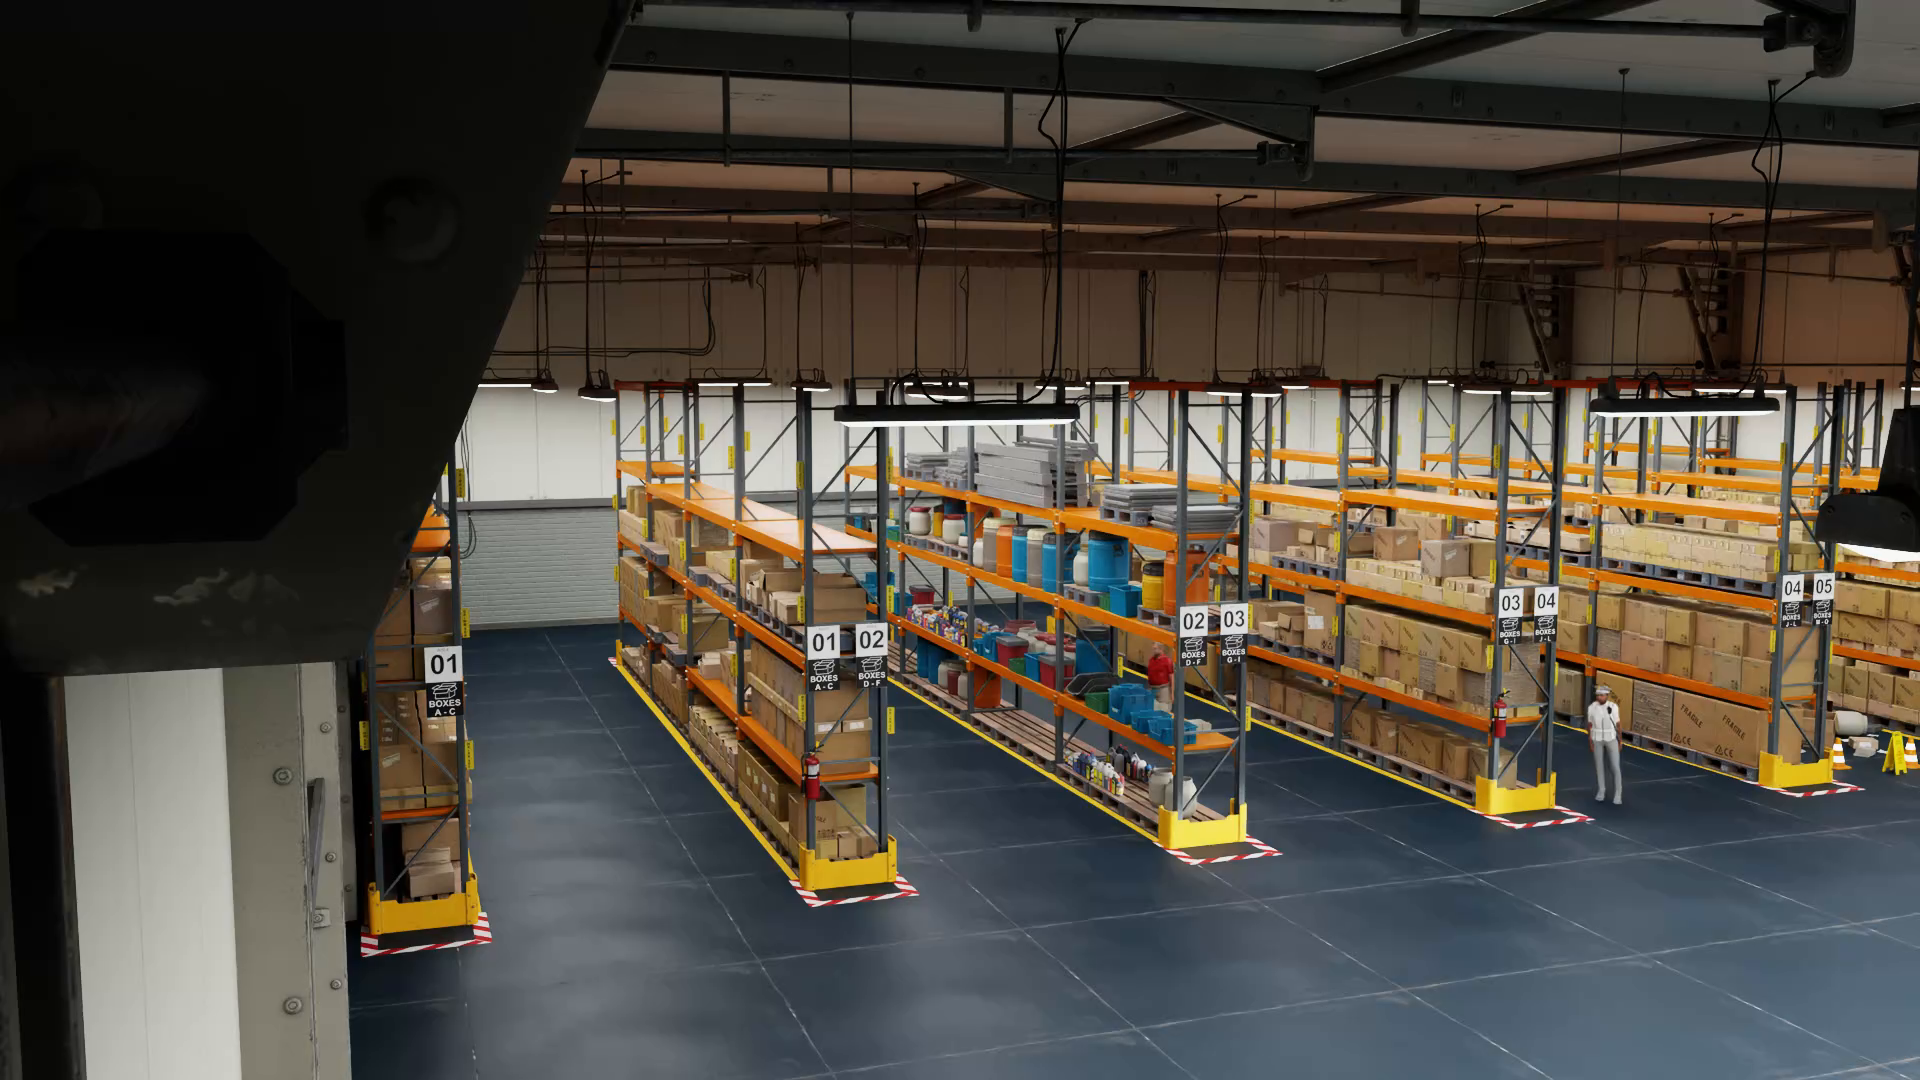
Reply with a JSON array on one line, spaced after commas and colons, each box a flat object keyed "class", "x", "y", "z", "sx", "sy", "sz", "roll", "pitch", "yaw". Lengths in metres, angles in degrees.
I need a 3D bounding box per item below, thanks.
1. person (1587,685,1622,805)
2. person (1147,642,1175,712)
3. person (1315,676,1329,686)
[{"class": "person", "x": 9.373, "y": 2.962, "z": 24.163, "sx": 0.538, "sy": 1.703, "sz": 0.389, "roll": 3, "pitch": 7, "yaw": 26}, {"class": "person", "x": 3.310, "y": 2.570, "z": 27.587, "sx": 0.409, "sy": 1.767, "sz": 0.643, "roll": -5, "pitch": 8, "yaw": -38}, {"class": "person", "x": 6.995, "y": 2.057, "z": 32.206, "sx": 0.594, "sy": 1.789, "sz": 0.575, "roll": 5, "pitch": 8, "yaw": 41}]
